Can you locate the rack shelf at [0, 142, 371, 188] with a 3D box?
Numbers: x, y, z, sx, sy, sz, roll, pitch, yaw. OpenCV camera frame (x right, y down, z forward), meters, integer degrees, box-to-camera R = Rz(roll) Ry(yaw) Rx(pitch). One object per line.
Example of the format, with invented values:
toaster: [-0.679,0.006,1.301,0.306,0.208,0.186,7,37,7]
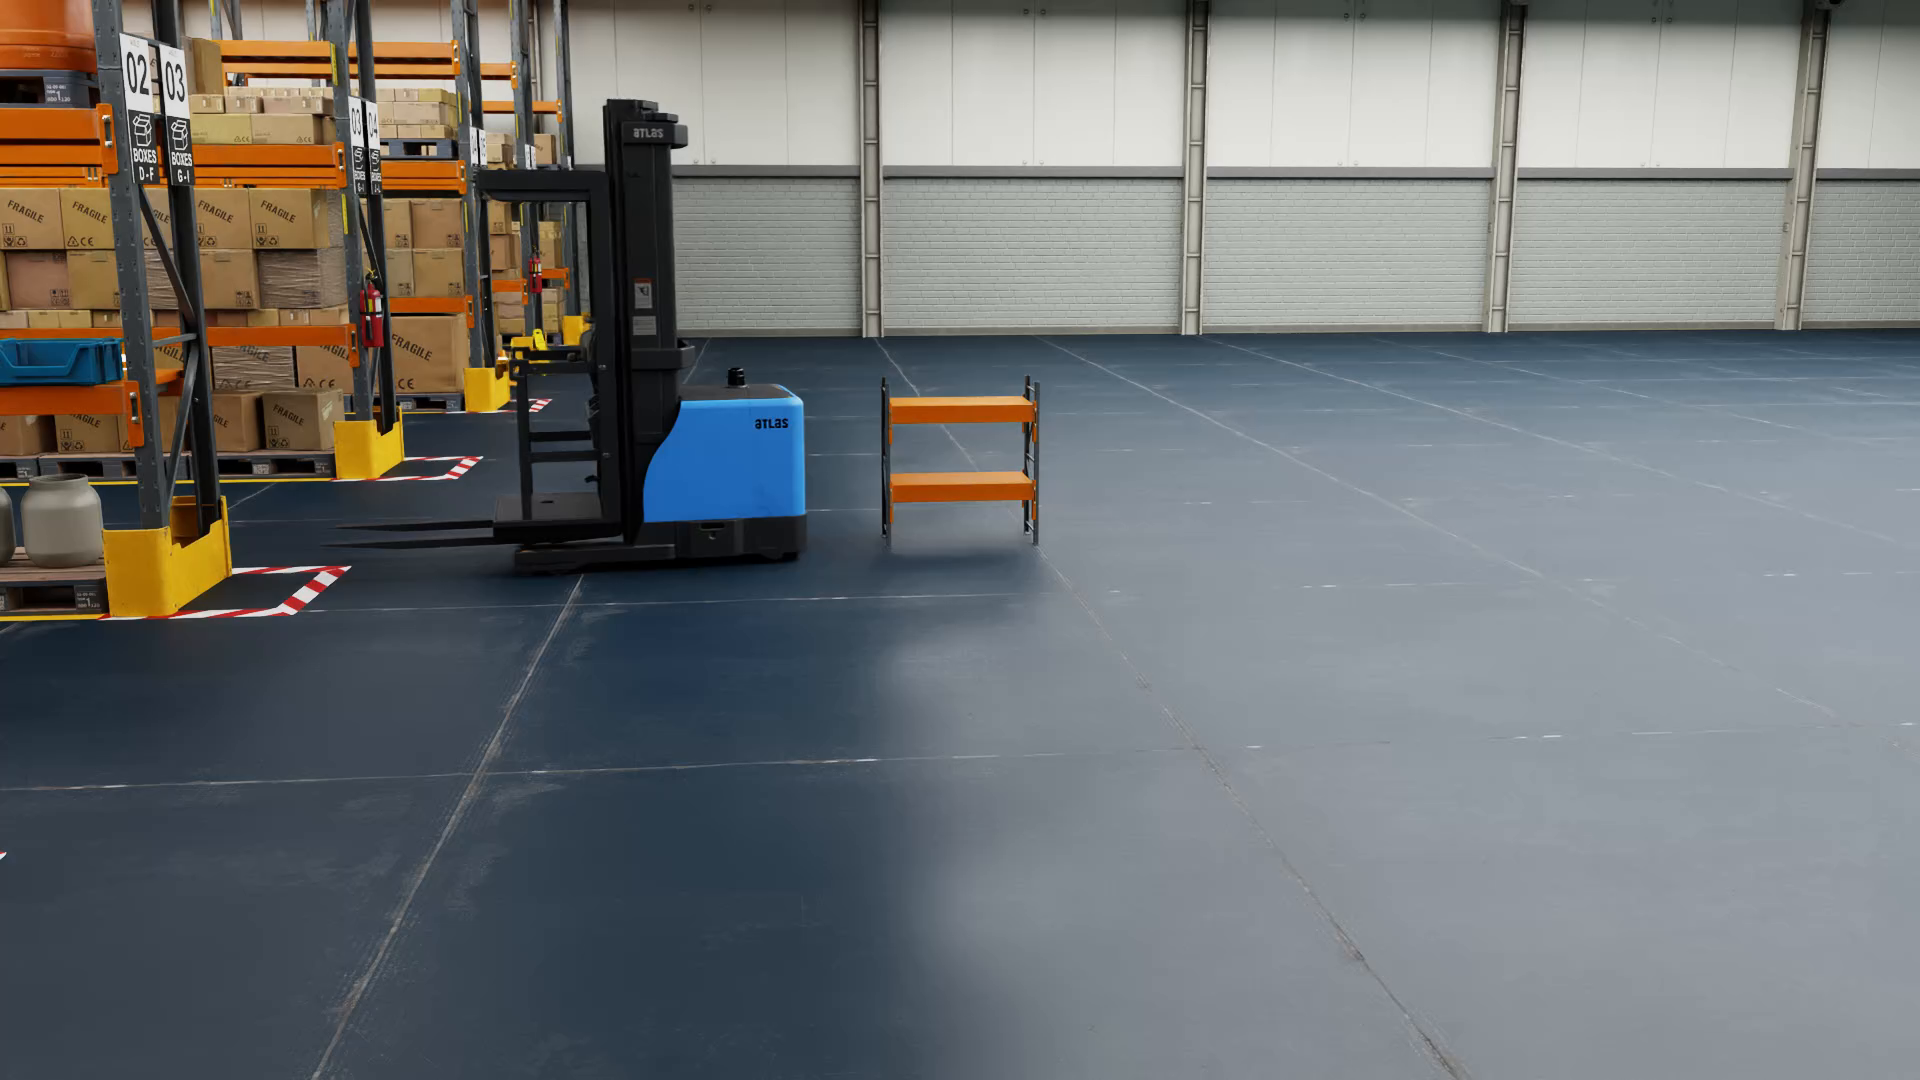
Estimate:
rack shelf: [-7.169,-3.185,14.149,4.000,0.370,1.077,-1,11,-6]

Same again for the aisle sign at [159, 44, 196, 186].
aisle sign: [-4.606,-2.491,9.792,0.004,0.787,0.394,-1,11,-6]

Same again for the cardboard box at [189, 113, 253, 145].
cardboard box: [-6.128,-3.436,13.952,0.500,0.250,0.500,-1,11,-6]

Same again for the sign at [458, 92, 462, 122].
sign: [-5.571,-4.824,18.532,0.005,0.325,0.100,-1,11,-6]

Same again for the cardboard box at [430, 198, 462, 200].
cardboard box: [-7.239,-4.632,23.800,0.500,0.500,0.700,-1,11,-6]

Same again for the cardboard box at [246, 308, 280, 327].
cardboard box: [-5.933,-1.918,14.271,0.250,0.149,0.380,-1,11,-6]

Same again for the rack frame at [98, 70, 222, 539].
rack frame: [-4.646,-1.158,9.750,0.127,3.000,1.000,-1,11,-6]

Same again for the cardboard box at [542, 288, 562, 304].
cardboard box: [-7.215,-4.238,28.865,0.500,0.250,0.500,-1,11,-4]

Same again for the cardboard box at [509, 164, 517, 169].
cardboard box: [-6.616,-5.412,24.265,0.250,0.149,0.380,-1,11,-6]

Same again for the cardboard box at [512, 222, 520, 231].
cardboard box: [-7.623,-5.403,28.635,0.250,0.149,0.380,-1,11,-5]

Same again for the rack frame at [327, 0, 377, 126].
rack frame: [-5.181,-5.051,14.002,0.127,3.000,1.000,-1,11,-6]

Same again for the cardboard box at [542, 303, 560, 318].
cardboard box: [-7.241,-3.992,28.910,0.500,0.250,0.500,-1,11,-7]

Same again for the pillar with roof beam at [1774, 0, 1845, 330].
pillar with roof beam: [16.745,-7.736,27.660,0.548,9.000,9.100,-1,11,-6]

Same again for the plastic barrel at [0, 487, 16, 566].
plastic barrel: [-5.790,-0.104,9.752,0.421,0.512,0.421,0,11,0]

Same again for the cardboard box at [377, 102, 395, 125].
cardboard box: [-6.570,-4.786,18.700,0.500,0.250,0.500,-1,11,-6]

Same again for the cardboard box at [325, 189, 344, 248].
cardboard box: [-5.757,-2.834,14.654,0.500,0.500,0.500,-1,11,-6]

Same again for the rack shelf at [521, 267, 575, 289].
rack shelf: [-8.779,-4.565,28.947,4.000,0.370,1.077,-1,11,-6]

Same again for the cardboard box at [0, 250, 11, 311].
cardboard box: [-8.202,-2.220,14.125,0.500,0.500,0.875,-1,11,-6]

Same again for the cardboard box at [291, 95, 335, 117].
cardboard box: [-5.423,-3.636,13.934,0.250,0.149,0.380,-1,11,-6]

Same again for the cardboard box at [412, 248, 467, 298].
cardboard box: [-5.980,-3.118,19.332,0.550,0.550,0.875,-1,11,-6]

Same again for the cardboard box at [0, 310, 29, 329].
cardboard box: [-7.915,-1.865,14.000,0.250,0.149,0.380,-1,11,-6]

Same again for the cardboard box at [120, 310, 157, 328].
cardboard box: [-6.921,-1.887,14.112,0.250,0.149,0.380,-1,11,-6]

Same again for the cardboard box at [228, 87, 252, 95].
cardboard box: [-7.929,-4.942,18.457,0.250,0.149,0.380,-1,11,-6]

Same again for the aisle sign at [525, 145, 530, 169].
aisle sign: [-6.158,-5.229,23.721,0.004,0.787,0.394,-1,11,-6]

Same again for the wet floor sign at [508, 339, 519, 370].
wet floor sign: [-5.801,-2.286,21.592,0.232,0.644,0.267,-3,12,-16]

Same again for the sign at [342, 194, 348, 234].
sign: [-5.140,-2.724,13.895,0.005,0.325,0.100,-1,11,-6]

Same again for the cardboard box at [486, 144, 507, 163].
cardboard box: [-6.730,-5.490,23.627,0.500,0.250,0.500,-1,11,-7]

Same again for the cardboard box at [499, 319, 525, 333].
cardboard box: [-7.719,-3.738,28.913,0.500,0.250,0.500,-1,11,-6]

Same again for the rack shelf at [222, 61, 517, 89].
rack shelf: [-8.239,-6.555,23.527,4.000,0.370,1.077,-1,11,-6]

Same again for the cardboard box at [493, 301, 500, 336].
cardboard box: [-7.106,-3.268,24.582,0.500,0.500,0.500,-2,11,-8]

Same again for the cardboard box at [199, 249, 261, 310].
cardboard box: [-6.214,-2.263,14.341,0.500,0.500,0.875,-1,11,-6]

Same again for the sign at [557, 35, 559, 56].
sign: [-6.746,-8.296,27.882,0.005,0.325,0.100,-1,11,-6]

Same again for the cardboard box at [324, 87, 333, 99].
cardboard box: [-6.923,-4.963,18.565,0.250,0.149,0.380,-1,11,-6]

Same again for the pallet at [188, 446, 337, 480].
pallet: [-6.068,-0.727,14.790,1.213,0.211,1.003,-1,11,-6]

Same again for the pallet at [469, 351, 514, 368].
pallet: [-7.138,-2.628,24.457,1.213,0.211,1.003,-1,11,-6]

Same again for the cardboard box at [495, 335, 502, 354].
cardboard box: [-7.083,-2.901,24.657,0.500,0.250,0.500,-1,11,-7]

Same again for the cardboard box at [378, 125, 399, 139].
cardboard box: [-6.415,-4.582,18.695,0.250,0.149,0.380,-1,11,-5]

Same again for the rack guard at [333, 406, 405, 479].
rack guard: [-5.256,-0.879,14.814,0.348,0.500,1.175,-1,11,-6]

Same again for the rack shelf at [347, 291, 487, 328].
rack shelf: [-7.604,-2.666,19.288,4.000,0.370,1.077,-1,11,-6]

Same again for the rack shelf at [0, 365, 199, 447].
rack shelf: [-6.634,-0.763,9.607,4.000,0.370,1.077,-1,11,-6]

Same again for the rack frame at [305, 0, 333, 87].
rack frame: [-10.767,-7.820,28.087,0.127,3.000,1.000,-1,11,-6]

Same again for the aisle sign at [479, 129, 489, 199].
aisle sign: [-5.578,-4.395,19.480,0.004,0.787,0.394,-1,11,-6]

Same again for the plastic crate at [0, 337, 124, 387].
plastic crate: [-5.111,-1.017,9.419,0.616,0.251,0.499,-1,11,-6]

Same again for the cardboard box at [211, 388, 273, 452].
cardboard box: [-6.394,-1.058,14.635,0.500,0.500,0.500,2,11,9]

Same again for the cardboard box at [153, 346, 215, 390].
cardboard box: [-8.959,-2.141,19.169,0.875,0.875,0.875,-1,11,-5]

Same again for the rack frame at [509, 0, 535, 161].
rack frame: [-6.251,-6.952,23.669,0.127,3.000,1.000,-1,11,-6]

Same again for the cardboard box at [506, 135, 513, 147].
cardboard box: [-6.626,-5.779,24.067,0.250,0.149,0.380,-1,11,-6]

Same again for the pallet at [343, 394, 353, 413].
pallet: [-7.612,-1.636,19.412,1.213,0.211,1.003,-1,11,-6]

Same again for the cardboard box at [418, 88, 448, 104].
cardboard box: [-5.914,-4.984,18.671,0.250,0.149,0.380,-1,11,-6]

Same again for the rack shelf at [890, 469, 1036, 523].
rack shelf: [-0.007,-0.312,11.575,1.000,0.278,0.538,-1,11,-6]

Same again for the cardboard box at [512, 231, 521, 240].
cardboard box: [-7.620,-5.261,28.684,0.250,0.149,0.380,-1,11,-5]

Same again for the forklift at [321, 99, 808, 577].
forklift: [-2.576,-1.320,10.755,3.031,2.935,1.130,-3,11,-14]

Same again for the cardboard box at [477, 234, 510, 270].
cardboard box: [-6.760,-4.139,23.883,0.500,0.500,0.500,-1,11,-7]

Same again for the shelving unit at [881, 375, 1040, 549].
shelving unit: [-0.007,-0.552,11.528,1.048,1.125,0.538,-1,11,-6]

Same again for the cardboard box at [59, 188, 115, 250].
cardboard box: [-7.192,-2.704,13.993,0.500,0.500,0.500,-1,11,-6]

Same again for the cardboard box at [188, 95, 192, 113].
cardboard box: [-6.461,-3.635,13.930,0.250,0.149,0.380,-1,11,-5]
